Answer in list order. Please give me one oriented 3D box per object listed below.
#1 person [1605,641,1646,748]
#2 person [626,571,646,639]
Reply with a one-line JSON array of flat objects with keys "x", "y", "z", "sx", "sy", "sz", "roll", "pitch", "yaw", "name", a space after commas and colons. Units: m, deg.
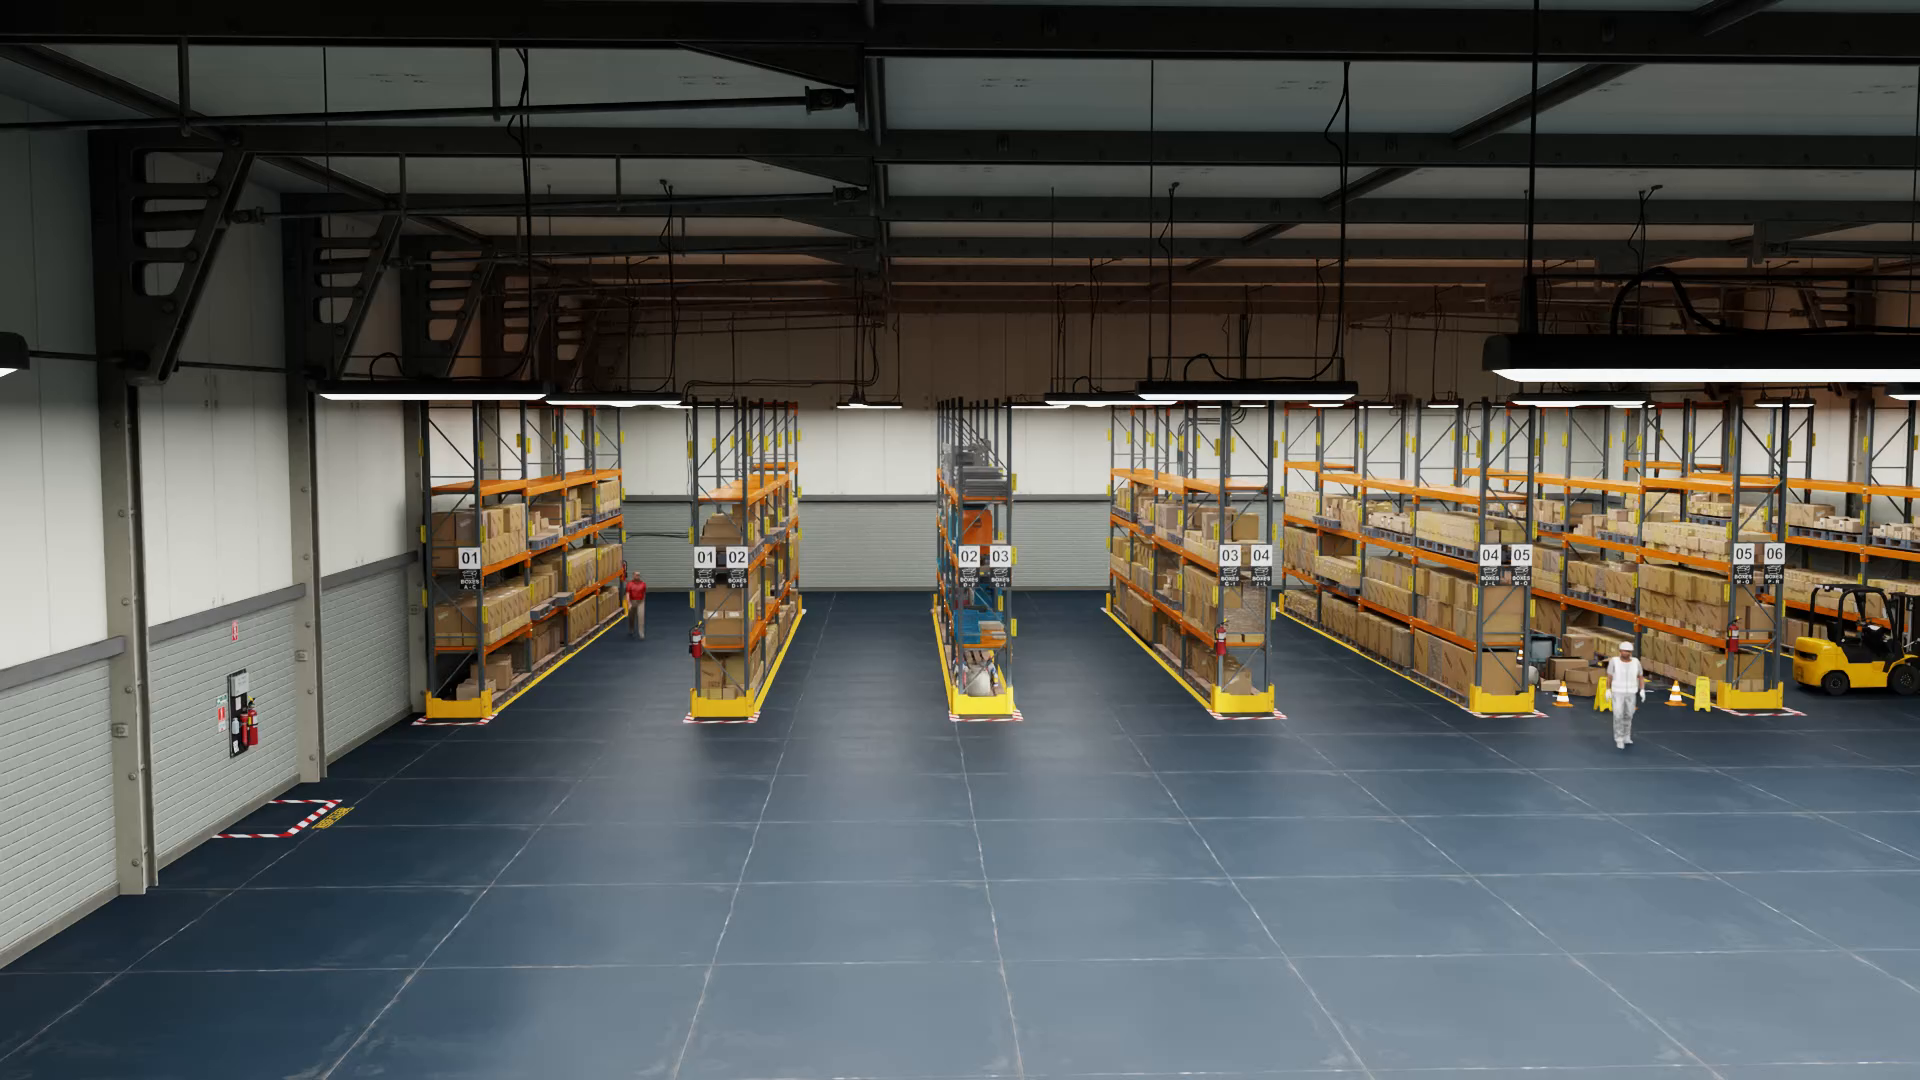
[{"x": 11.396, "y": 2.653, "z": 28.488, "sx": 0.605, "sy": 1.840, "sz": 0.532, "roll": 1, "pitch": 4, "yaw": 8, "name": "person"}, {"x": -8.174, "y": 1.625, "z": 41.947, "sx": 0.507, "sy": 1.677, "sz": 1.038, "roll": -1, "pitch": 5, "yaw": -12, "name": "person"}]
